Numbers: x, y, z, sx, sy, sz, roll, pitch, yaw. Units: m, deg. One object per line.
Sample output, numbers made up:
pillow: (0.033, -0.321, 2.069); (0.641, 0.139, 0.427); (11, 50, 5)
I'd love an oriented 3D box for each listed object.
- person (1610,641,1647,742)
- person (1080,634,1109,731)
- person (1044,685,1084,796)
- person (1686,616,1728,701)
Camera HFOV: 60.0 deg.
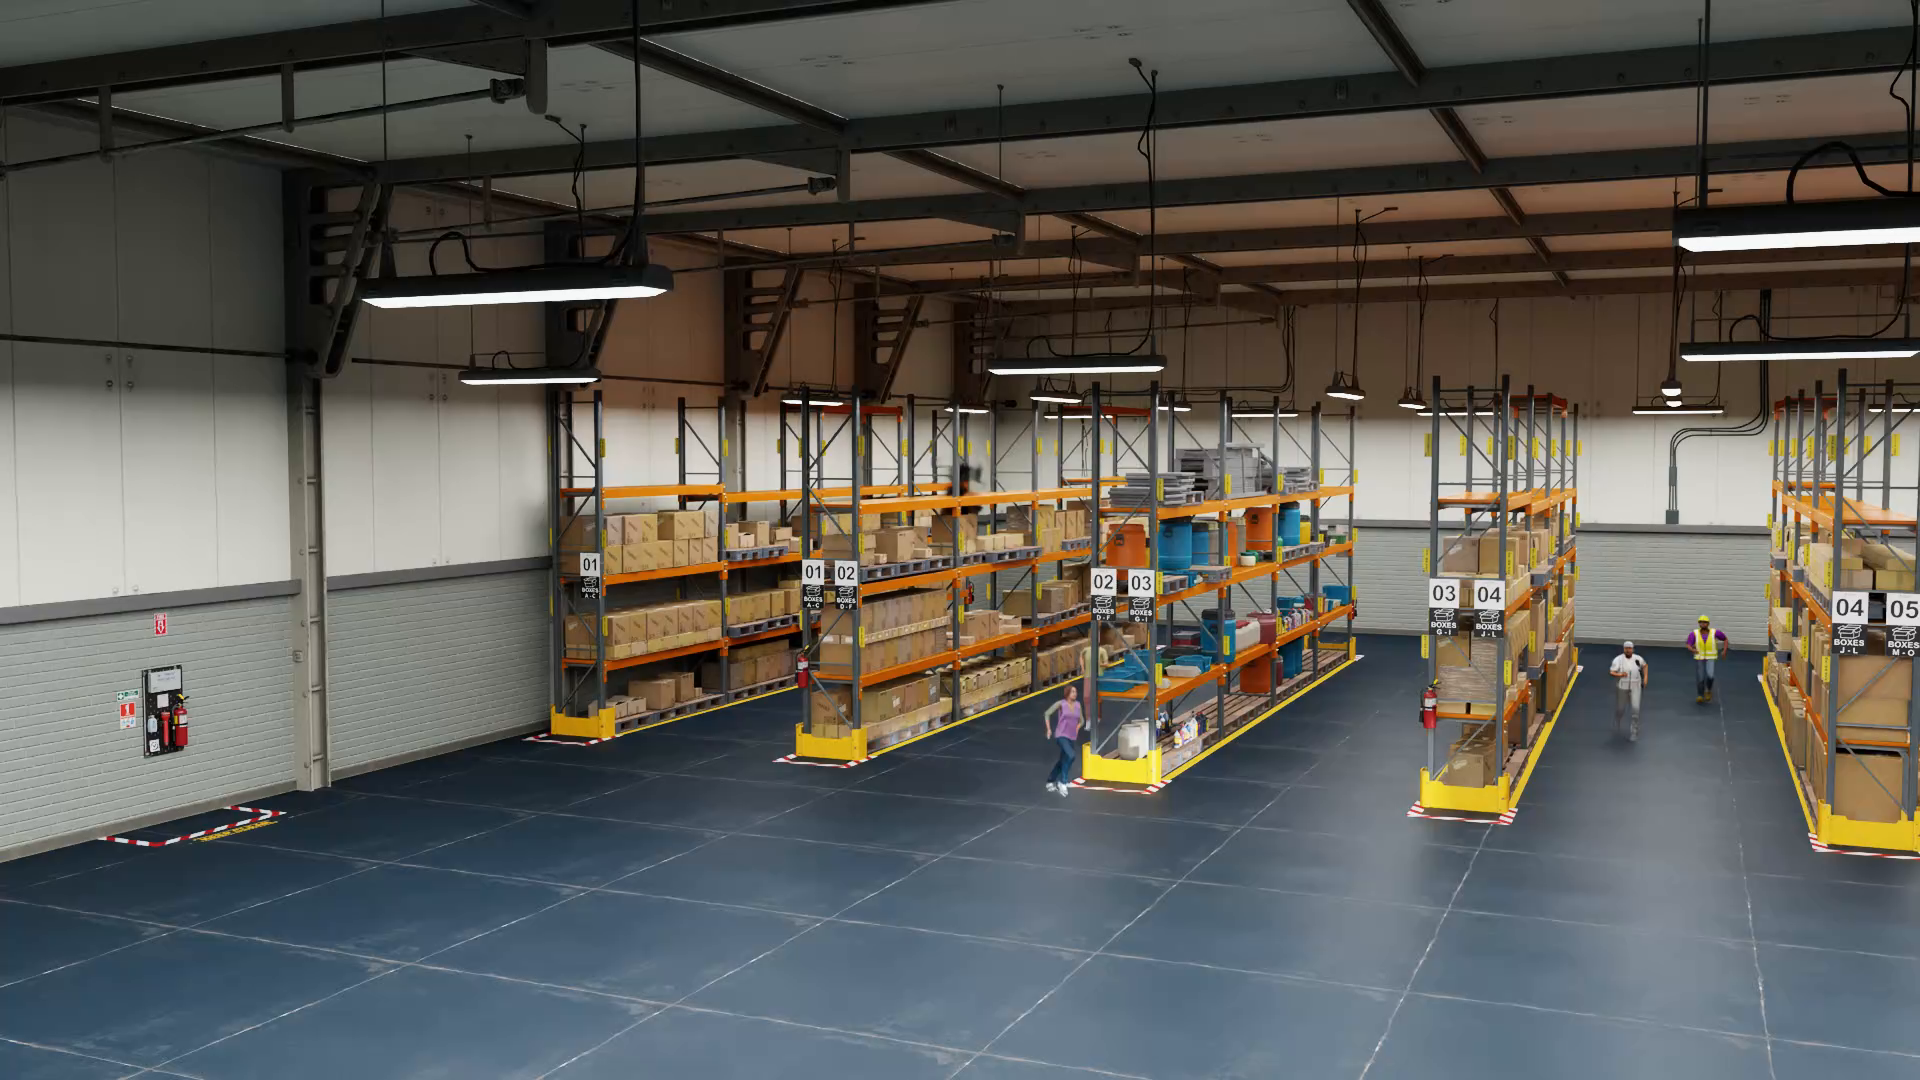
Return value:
person: (11.549, 2.590, 28.735); (0.613, 1.709, 0.895); (1, 3, 18)
person: (2.386, 2.511, 29.641); (0.561, 1.726, 0.688); (1, 3, 14)
person: (1.548, 2.875, 24.060); (0.528, 1.550, 0.635); (-2, 4, -31)
person: (14.564, 2.329, 32.446); (0.731, 1.712, 0.782); (2, 4, 29)
